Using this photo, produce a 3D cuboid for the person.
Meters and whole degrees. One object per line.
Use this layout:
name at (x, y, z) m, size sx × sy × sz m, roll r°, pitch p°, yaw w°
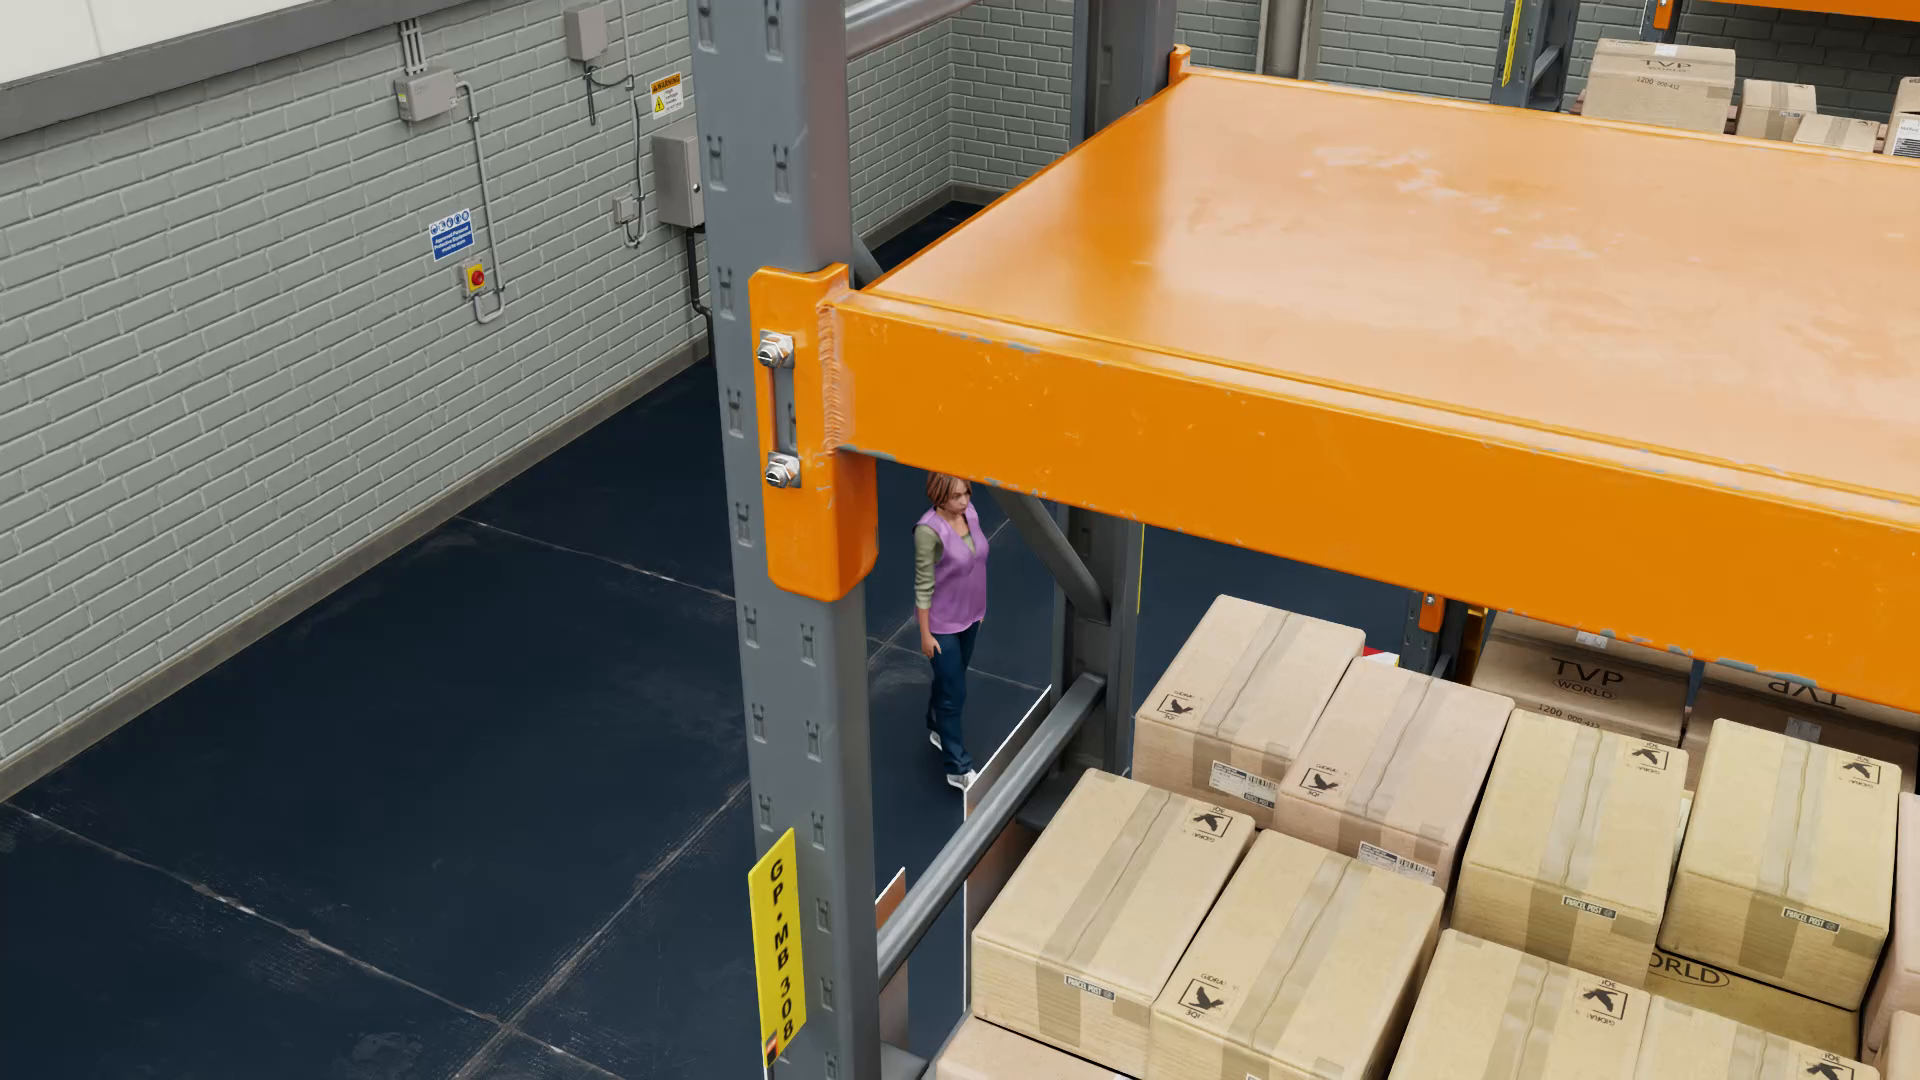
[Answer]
person at (0.020, 0.383, 7.493) m, size 0.545 × 1.579 × 0.418 m, roll 20°, pitch 36°, yaw 30°
